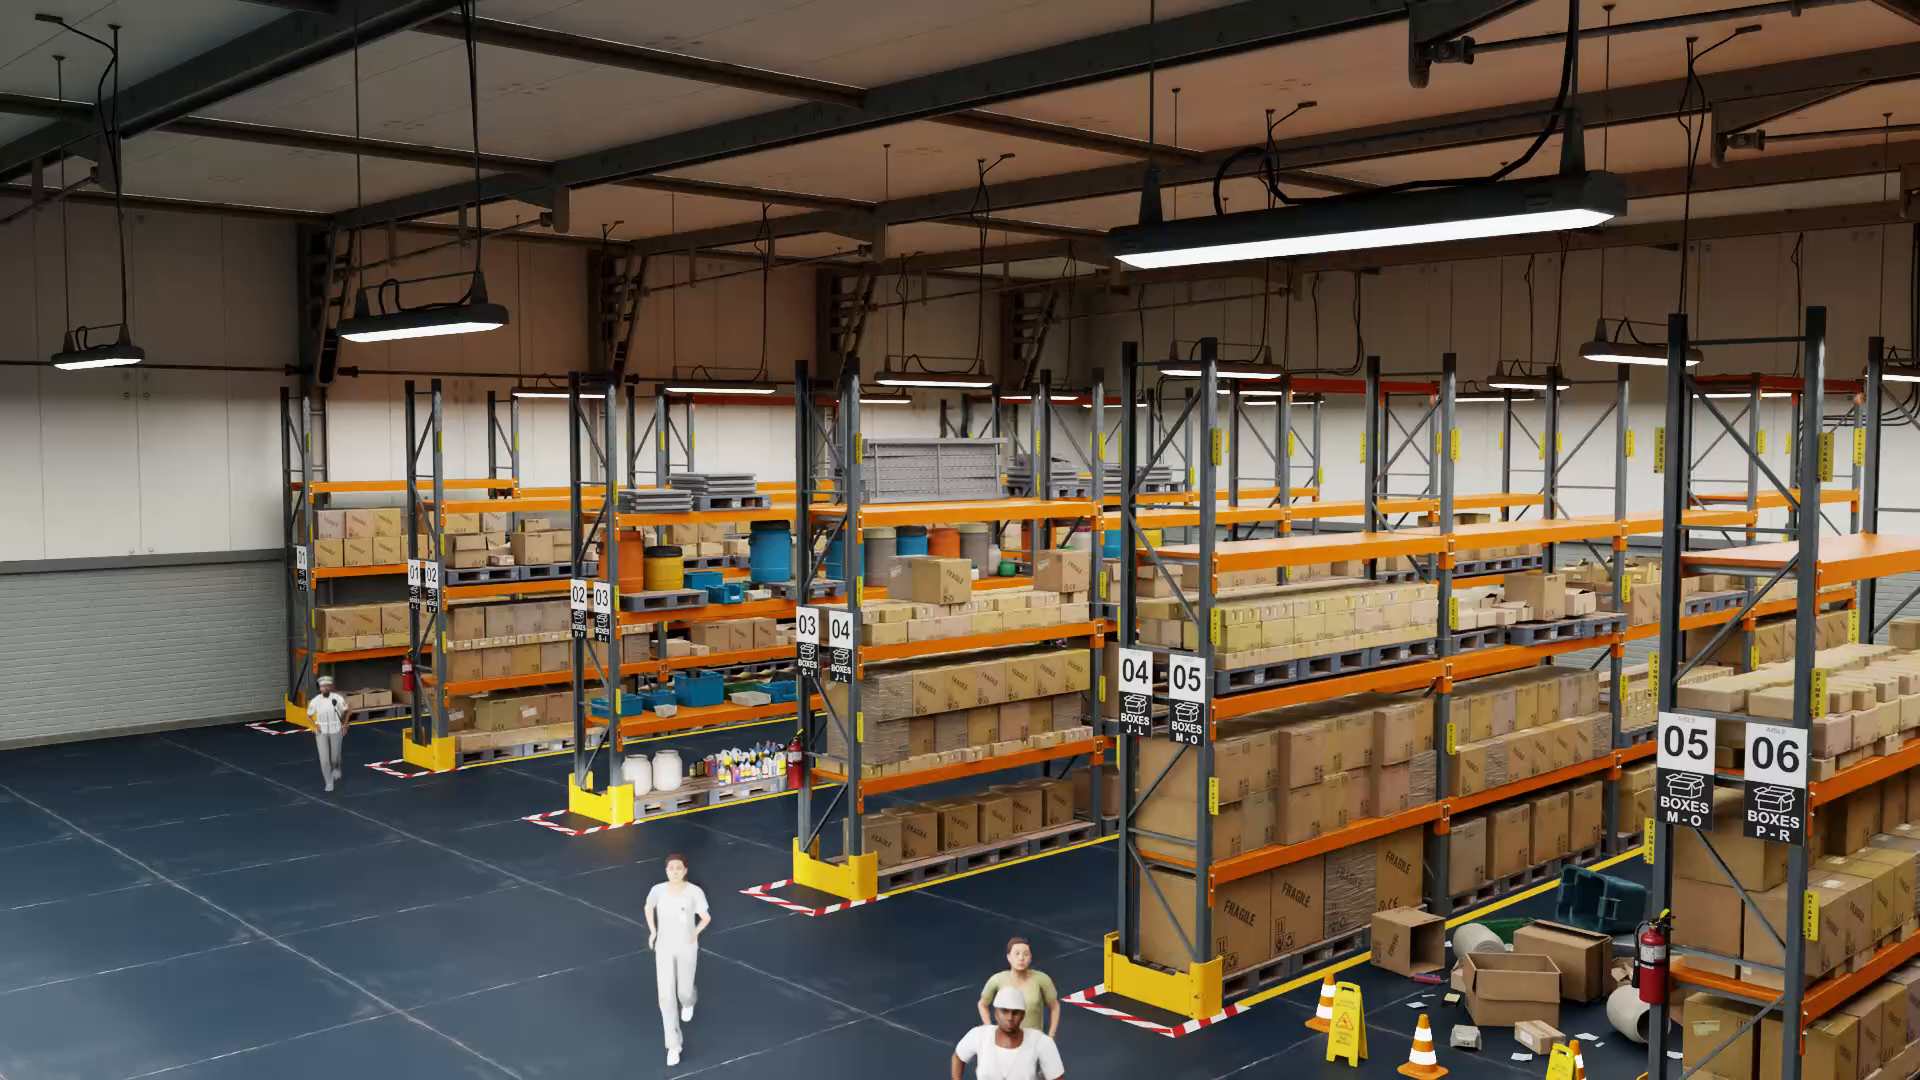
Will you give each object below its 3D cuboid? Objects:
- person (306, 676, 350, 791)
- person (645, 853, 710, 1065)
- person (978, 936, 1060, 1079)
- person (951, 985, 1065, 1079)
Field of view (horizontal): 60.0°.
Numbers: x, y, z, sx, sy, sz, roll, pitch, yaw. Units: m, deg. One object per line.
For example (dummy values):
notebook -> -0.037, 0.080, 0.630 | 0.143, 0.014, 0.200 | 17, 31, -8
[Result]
person -> -9.186, 2.790, 24.185 | 0.597, 1.658, 0.601 | -1, 4, -18
person -> -2.380, 3.450, 13.985 | 0.567, 1.669, 0.879 | 0, 4, -2
person -> 0.424, 3.625, 11.822 | 0.583, 1.621, 0.794 | 0, 4, -6
person -> 0.288, 3.622, 10.287 | 0.732, 1.730, 1.027 | 0, 4, 5
